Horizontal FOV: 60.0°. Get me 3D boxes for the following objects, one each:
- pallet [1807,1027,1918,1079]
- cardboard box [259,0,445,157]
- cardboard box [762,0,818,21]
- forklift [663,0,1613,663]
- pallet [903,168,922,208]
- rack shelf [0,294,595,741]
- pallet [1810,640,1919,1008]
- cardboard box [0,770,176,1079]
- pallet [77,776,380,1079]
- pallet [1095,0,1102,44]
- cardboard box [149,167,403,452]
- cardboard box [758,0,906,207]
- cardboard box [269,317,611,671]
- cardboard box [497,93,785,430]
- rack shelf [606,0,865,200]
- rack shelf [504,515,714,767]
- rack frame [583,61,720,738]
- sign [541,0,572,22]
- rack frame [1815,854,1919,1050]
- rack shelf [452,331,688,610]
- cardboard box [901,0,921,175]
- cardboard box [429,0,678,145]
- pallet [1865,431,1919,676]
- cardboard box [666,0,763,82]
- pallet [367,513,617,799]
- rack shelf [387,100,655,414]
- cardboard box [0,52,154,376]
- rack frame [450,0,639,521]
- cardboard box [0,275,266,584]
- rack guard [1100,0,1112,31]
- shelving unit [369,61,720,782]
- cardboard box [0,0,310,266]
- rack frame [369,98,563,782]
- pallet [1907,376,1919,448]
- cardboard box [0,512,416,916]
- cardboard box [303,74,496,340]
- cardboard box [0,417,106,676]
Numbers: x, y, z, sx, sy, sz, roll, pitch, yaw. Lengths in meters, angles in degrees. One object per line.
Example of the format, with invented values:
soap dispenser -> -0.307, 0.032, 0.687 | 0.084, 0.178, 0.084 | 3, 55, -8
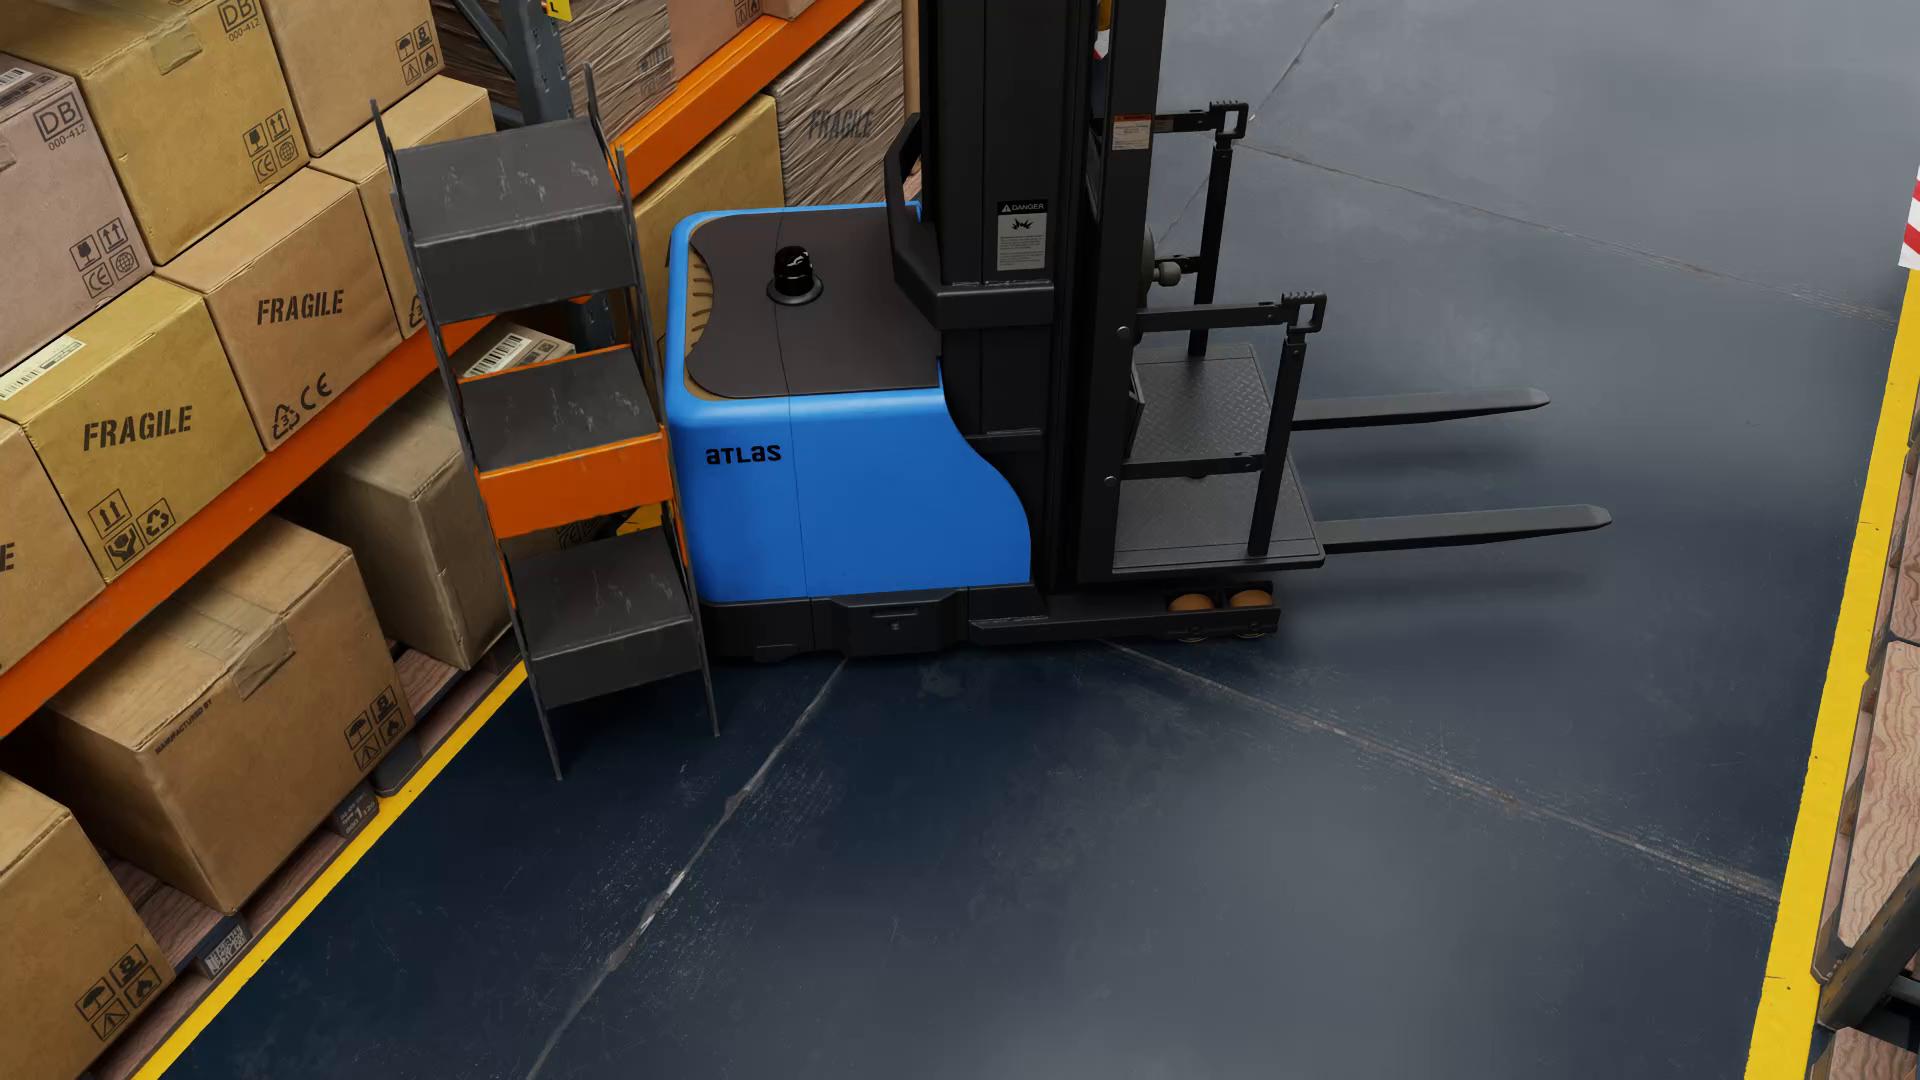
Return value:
pallet -> 2.407, 1.846, 3.777 | 1.003, 0.211, 1.213 | 20, 49, 19
cardboard box -> -1.805, -1.399, 4.250 | 0.700, 0.500, 0.500 | 20, 49, 18
cardboard box -> -0.829, -2.271, 5.780 | 0.875, 0.550, 0.550 | 20, 49, 19
forklift -> 0.621, -1.071, 4.748 | 3.031, 2.935, 1.130 | -4, 45, -4
pallet -> -0.592, -1.571, 7.154 | 1.003, 0.211, 1.213 | 20, 49, 19
rack shelf -> -2.508, 0.186, 3.963 | 1.077, 0.370, 4.000 | 20, 49, 19
pallet -> 3.047, 0.920, 4.692 | 1.003, 0.211, 1.213 | 20, 49, 19
cardboard box -> -2.671, 0.931, 4.008 | 1.050, 0.750, 0.750 | 21, 49, 20
pallet -> -2.436, 0.936, 4.677 | 1.003, 0.211, 1.213 | 20, 49, 19
pallet -> -0.025, -2.337, 7.911 | 1.003, 0.211, 1.213 | 20, 49, 19
cardboard box -> -1.820, -0.627, 4.190 | 0.500, 0.500, 0.500 | 20, 49, 19
cardboard box -> -0.811, -1.670, 6.490 | 0.875, 0.875, 0.875 | 21, 49, 19
cardboard box -> -1.788, -0.263, 5.187 | 1.050, 0.750, 0.750 | 20, 49, 19
cardboard box -> -1.226, -1.101, 5.927 | 0.875, 0.875, 0.875 | 21, 49, 20
rack shelf -> -0.651, -2.334, 6.453 | 1.077, 0.370, 4.000 | 20, 49, 19
rack shelf -> -1.045, 0.301, 4.977 | 0.480, 0.518, 0.431 | -14, 48, -14
rack frame -> -0.814, -0.256, 4.524 | 0.015, 2.100, 0.400 | -14, 48, -14
sign -> -1.094, -1.533, 4.398 | 0.100, 0.325, 0.005 | 20, 49, 19
rack frame -> 2.767, 0.375, 3.271 | 1.000, 3.000, 0.127 | 20, 49, 19
rack shelf -> -1.044, -0.188, 4.476 | 0.480, 0.518, 0.431 | -14, 48, -14
cardboard box -> -0.386, -2.243, 7.057 | 0.875, 0.875, 0.875 | 20, 49, 18
cardboard box -> -1.419, -1.616, 5.133 | 0.875, 0.550, 0.550 | 20, 49, 19
pallet -> 3.612, 0.149, 5.455 | 1.003, 0.211, 1.213 | 20, 49, 19
cardboard box -> -1.184, -1.970, 5.482 | 0.875, 0.550, 0.550 | 20, 49, 19
pallet -> -1.871, 0.164, 5.439 | 1.003, 0.211, 1.213 | 20, 49, 19
rack shelf -> -1.042, -0.676, 3.975 | 0.480, 0.518, 0.431 | -14, 48, -14
cardboard box -> -2.277, -0.756, 3.615 | 0.700, 0.500, 0.500 | 21, 49, 19
rack frame -> -1.580, -1.327, 4.952 | 1.000, 3.000, 0.127 | 20, 49, 19
cardboard box -> -2.054, -0.308, 3.875 | 0.500, 0.500, 0.500 | 21, 49, 19
rack guard -> 0.288, -2.983, 8.347 | 1.175, 0.500, 0.348 | 20, 49, 19
shelving unit -> -1.044, -0.197, 4.466 | 0.503, 2.100, 0.431 | -14, 48, -14
cardboard box -> -2.042, -1.074, 3.929 | 0.700, 0.500, 0.500 | 20, 49, 18
rack frame -> -1.273, -0.139, 4.408 | 0.015, 2.100, 0.400 | -14, 48, -14
pallet -> 4.180, -0.617, 6.212 | 1.003, 0.211, 1.213 | 20, 49, 19
cardboard box -> -2.239, 0.344, 4.588 | 1.050, 0.750, 0.750 | 20, 49, 19
cardboard box -> -1.585, -0.945, 4.505 | 0.500, 0.500, 0.500 | 20, 49, 19
cardboard box -> -2.288, 0.012, 3.559 | 0.500, 0.500, 0.500 | 20, 49, 19
